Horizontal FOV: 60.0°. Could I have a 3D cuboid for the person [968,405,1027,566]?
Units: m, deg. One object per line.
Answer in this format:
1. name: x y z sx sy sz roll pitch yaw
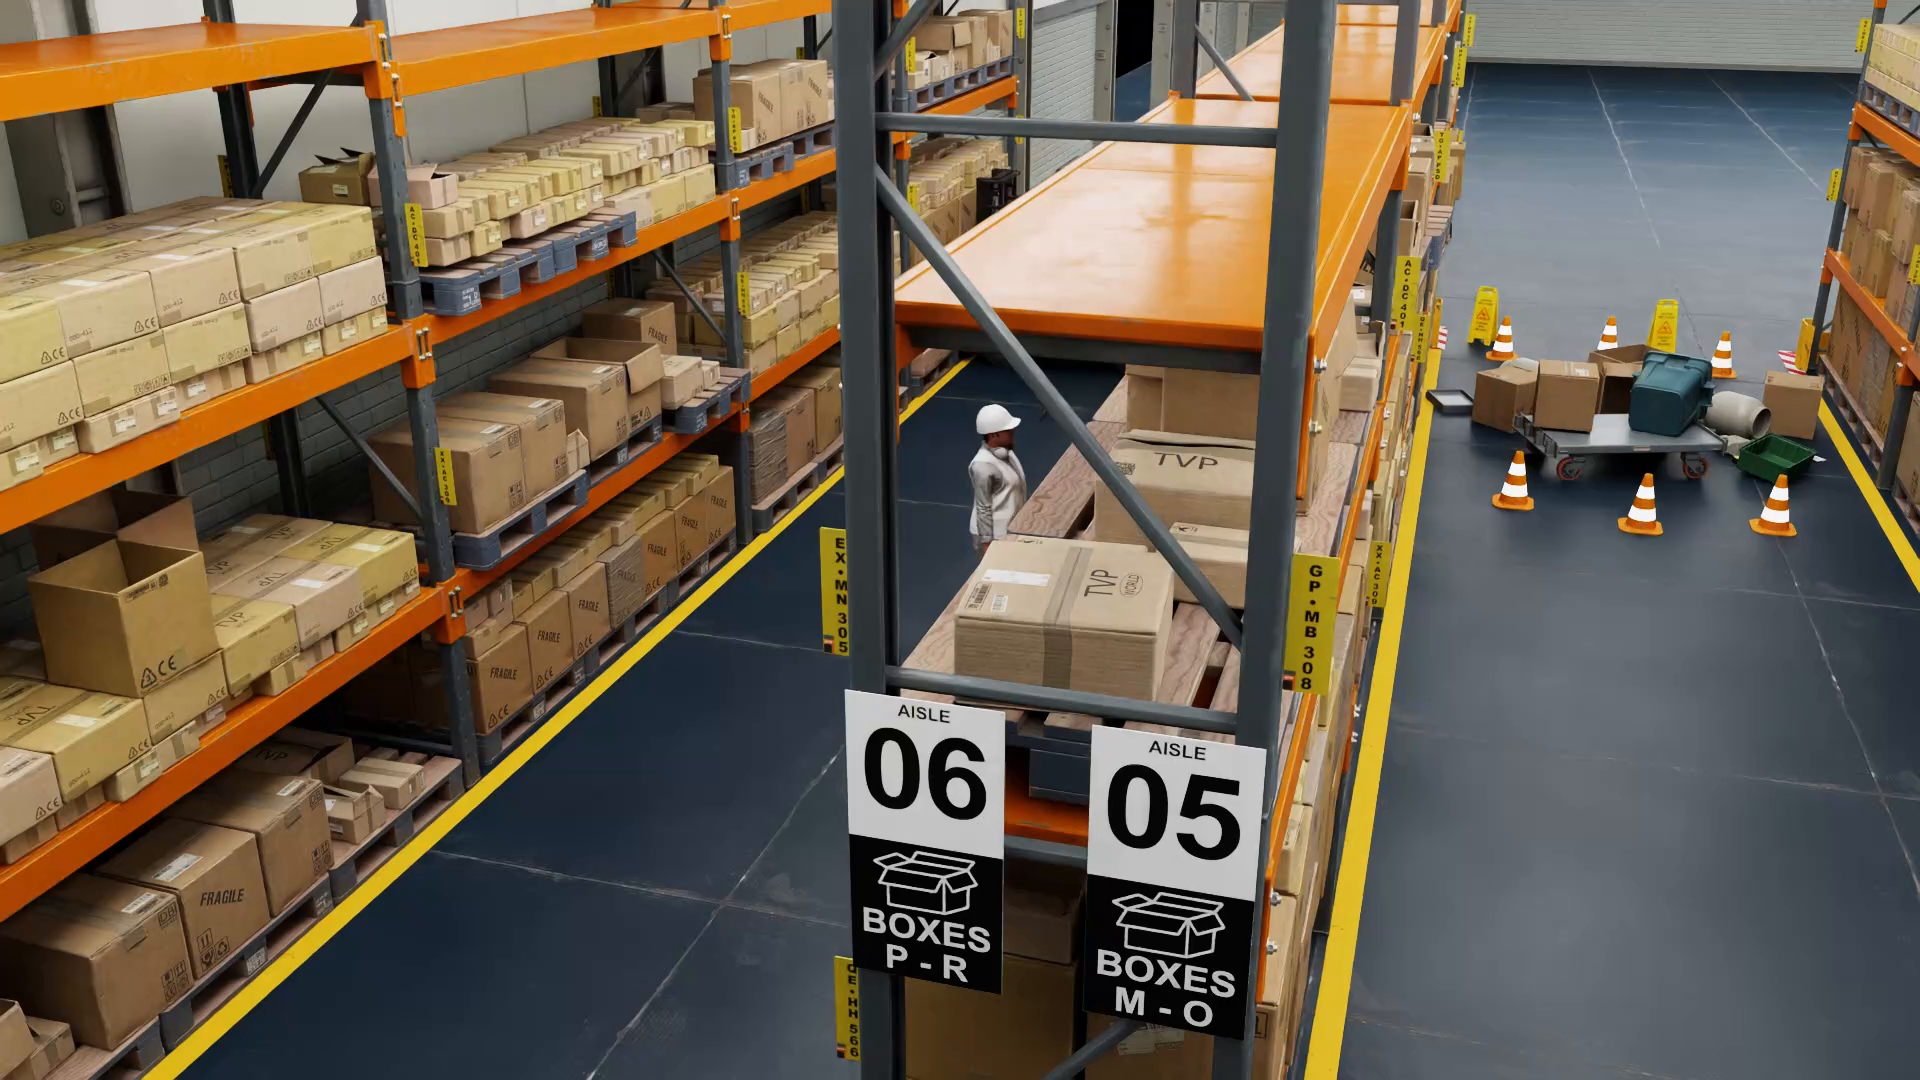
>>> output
1. person: 0.252 -0.060 11.176 0.381 1.781 0.545 7 23 16
